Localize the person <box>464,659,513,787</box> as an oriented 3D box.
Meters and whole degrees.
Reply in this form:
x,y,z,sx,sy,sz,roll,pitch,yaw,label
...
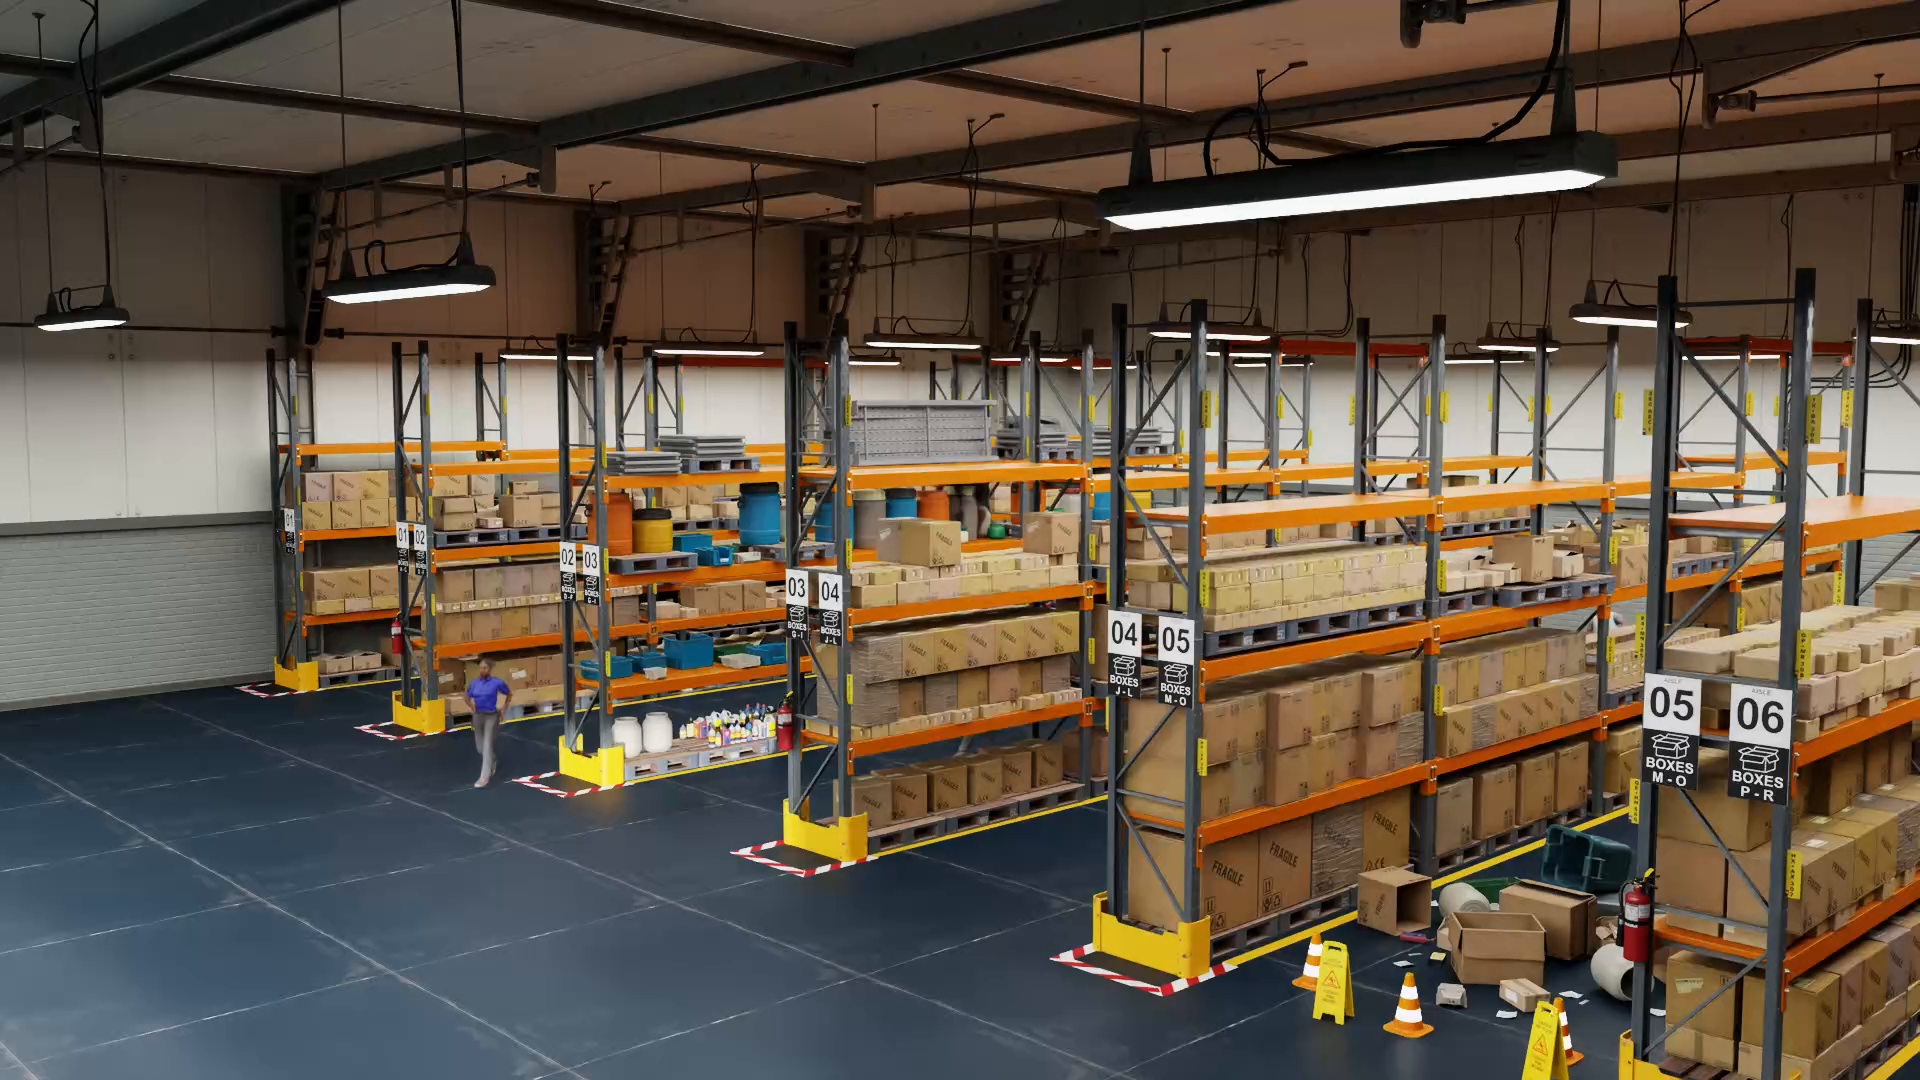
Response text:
x,y,z,sx,sy,sz,roll,pitch,yaw,label
-6.312,2.403,22.185,0.595,1.644,0.841,1,5,7,person

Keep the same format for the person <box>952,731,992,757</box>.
x,y,z,sx,sy,sz,roll,pitch,yaw,label
0.232,2.238,23.861,0.683,1.765,0.895,4,6,40,person

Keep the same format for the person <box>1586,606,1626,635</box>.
x,y,z,sx,sy,sz,roll,pitch,yaw,label
11.286,1.817,28.826,0.846,1.665,0.614,2,5,18,person
